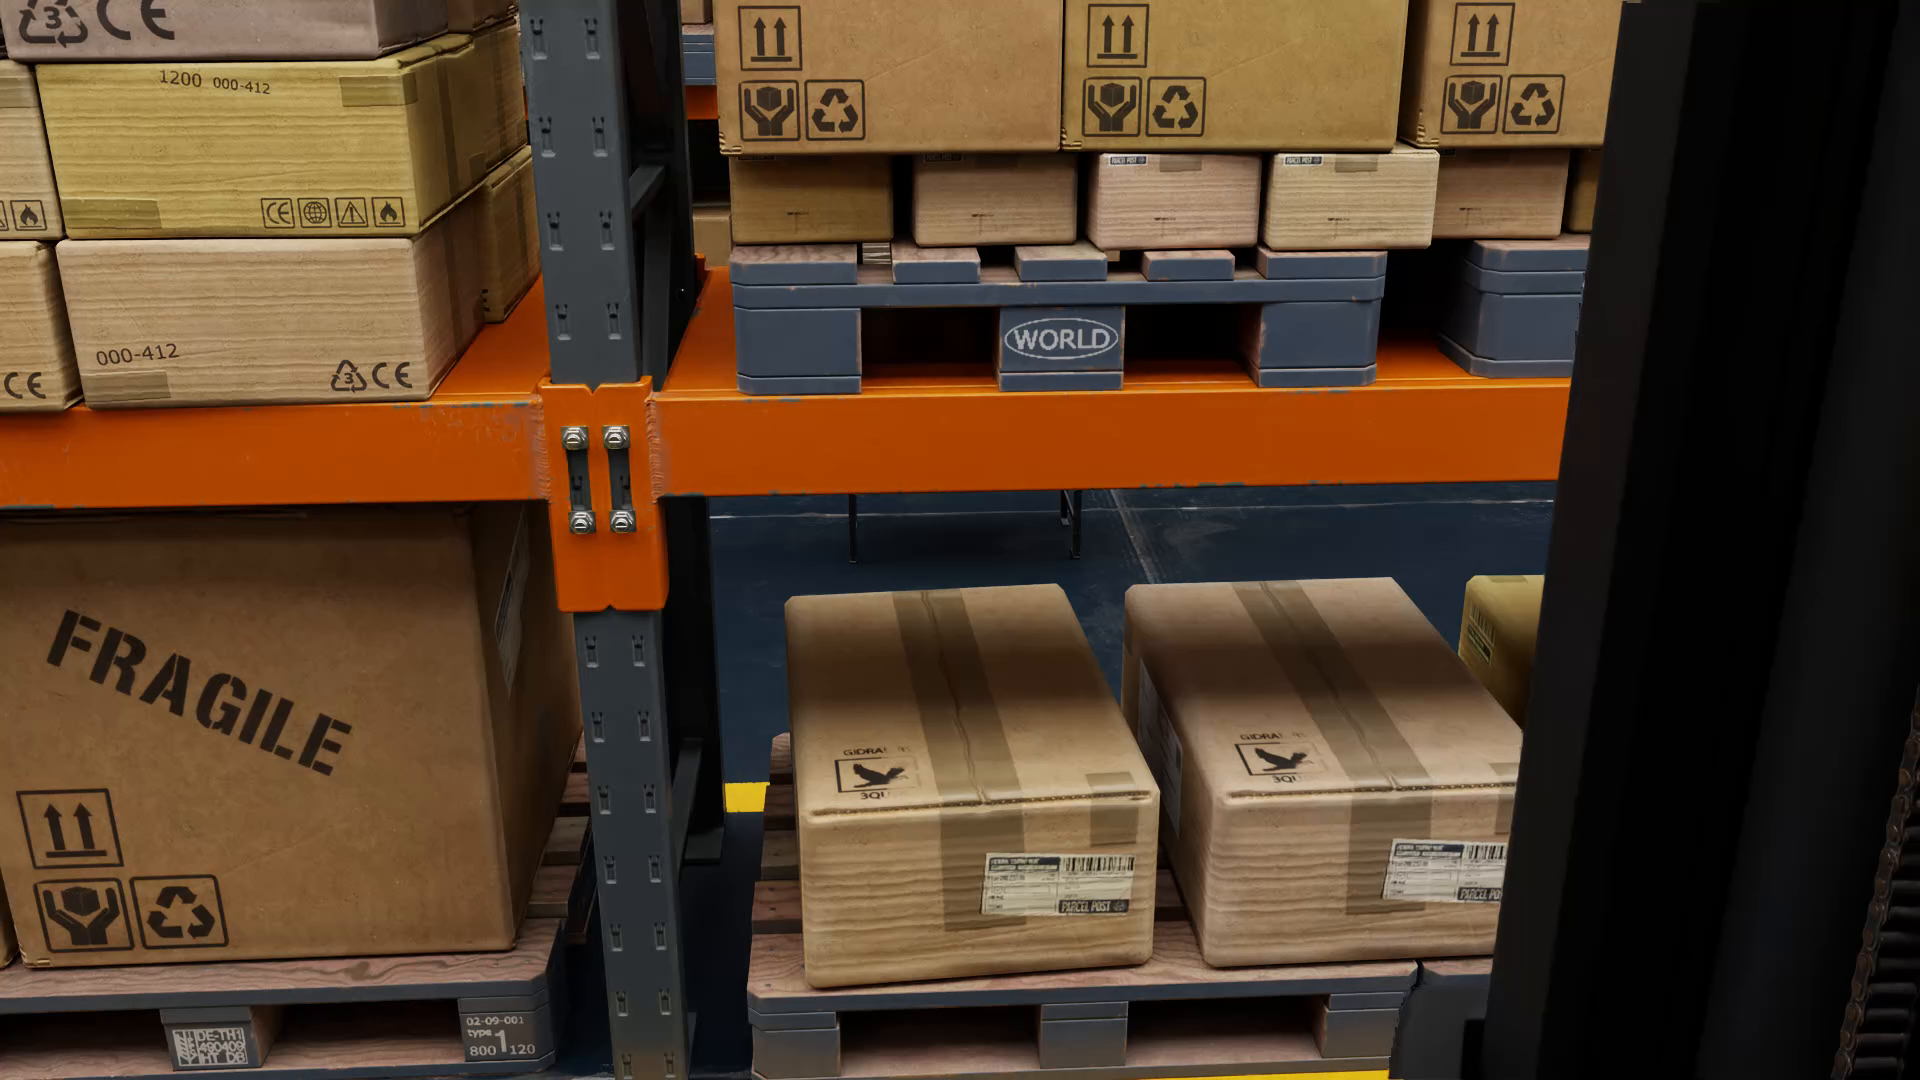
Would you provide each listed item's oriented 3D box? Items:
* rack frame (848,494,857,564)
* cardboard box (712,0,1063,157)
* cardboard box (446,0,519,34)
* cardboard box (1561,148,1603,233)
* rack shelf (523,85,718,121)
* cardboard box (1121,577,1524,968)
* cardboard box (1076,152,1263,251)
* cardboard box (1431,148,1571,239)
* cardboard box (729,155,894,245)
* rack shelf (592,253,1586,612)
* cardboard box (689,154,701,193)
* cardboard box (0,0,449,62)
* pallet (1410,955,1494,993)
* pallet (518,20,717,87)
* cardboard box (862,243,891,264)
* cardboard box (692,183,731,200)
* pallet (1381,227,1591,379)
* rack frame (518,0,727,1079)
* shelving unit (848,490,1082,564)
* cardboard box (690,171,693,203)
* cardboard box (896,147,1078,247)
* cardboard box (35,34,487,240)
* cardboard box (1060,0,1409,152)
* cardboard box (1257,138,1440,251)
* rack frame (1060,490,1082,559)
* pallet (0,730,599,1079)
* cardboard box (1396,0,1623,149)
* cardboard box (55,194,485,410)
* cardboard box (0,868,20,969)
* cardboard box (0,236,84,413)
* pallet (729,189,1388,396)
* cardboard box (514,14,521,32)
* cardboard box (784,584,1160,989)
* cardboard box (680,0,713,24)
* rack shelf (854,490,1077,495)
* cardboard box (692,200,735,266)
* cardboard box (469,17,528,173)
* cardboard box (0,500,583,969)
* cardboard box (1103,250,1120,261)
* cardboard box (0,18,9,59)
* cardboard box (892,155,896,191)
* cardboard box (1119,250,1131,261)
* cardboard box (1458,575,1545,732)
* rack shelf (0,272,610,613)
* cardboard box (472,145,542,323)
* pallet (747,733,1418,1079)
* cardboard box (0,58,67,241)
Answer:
[{"bbox_3d":[-0.359,-0.694,5.335,0.023,1.500,0.400,-1,21,-3],"label":"rack frame"},{"bbox_3d":[-0.122,-0.887,2.585,0.500,0.500,0.500,-2,21,-5],"label":"cardboard box"},{"bbox_3d":[-1.091,-1.169,2.929,0.500,0.500,0.500,-2,21,-5],"label":"cardboard box"},{"bbox_3d":[1.103,-0.631,2.824,0.250,0.149,0.380,0,21,-1],"label":"cardboard box"},{"bbox_3d":[-2.868,-1.964,7.575,4.000,0.370,1.077,-1,21,-3],"label":"rack shelf"},{"bbox_3d":[0.717,0.428,3.383,0.625,0.372,0.950,-2,21,-4],"label":"cardboard box"},{"bbox_3d":[0.311,-0.580,2.692,0.250,0.149,0.380,-3,21,-7],"label":"cardboard box"},{"bbox_3d":[0.823,-0.611,2.773,0.250,0.149,0.380,0,21,0],"label":"cardboard box"},{"bbox_3d":[-0.249,-0.597,2.736,0.250,0.149,0.380,-2,21,-6],"label":"cardboard box"},{"bbox_3d":[1.412,-0.282,3.157,4.000,0.370,1.077,-1,21,-3],"label":"rack shelf"},{"bbox_3d":[-1.410,-1.772,8.071,0.250,0.149,0.380,0,21,0],"label":"cardboard box"},{"bbox_3d":[-1.086,-0.988,2.455,0.500,0.500,0.500,-2,21,-5],"label":"cardboard box"},{"bbox_3d":[1.411,0.686,3.521,1.213,0.211,1.003,-1,21,-3],"label":"pallet"},{"bbox_3d":[-1.544,-2.212,7.486,1.003,0.211,1.213,-1,21,-3],"label":"pallet"},{"bbox_3d":[-0.248,-1.435,7.922,0.625,0.625,0.875,-1,21,-1],"label":"cardboard box"},{"bbox_3d":[-1.308,-1.460,8.163,0.500,0.500,0.500,0,21,-1],"label":"cardboard box"},{"bbox_3d":[1.390,-0.543,3.100,1.213,0.211,1.003,-1,21,-3],"label":"pallet"},{"bbox_3d":[-0.584,-0.578,2.922,0.127,3.000,1.000,-1,21,-3],"label":"rack frame"},{"bbox_3d":[0.007,-0.701,5.354,0.755,1.500,0.431,-1,21,-3],"label":"shelving unit"},{"bbox_3d":[-1.350,-1.572,7.546,0.250,0.149,0.380,-2,21,-6],"label":"cardboard box"},{"bbox_3d":[0.035,-0.591,2.720,0.250,0.149,0.380,-2,21,-6],"label":"cardboard box"},{"bbox_3d":[-1.053,-0.641,2.597,0.500,0.250,0.500,-1,21,-3],"label":"cardboard box"},{"bbox_3d":[0.398,-0.900,2.620,0.500,0.500,0.500,0,21,0],"label":"cardboard box"},{"bbox_3d":[0.587,-0.578,2.687,0.250,0.149,0.380,-1,21,-3],"label":"cardboard box"},{"bbox_3d":[0.372,-0.708,5.374,0.023,1.500,0.400,-1,21,-3],"label":"rack frame"},{"bbox_3d":[-1.376,0.715,3.447,1.213,0.211,1.003,-1,21,-3],"label":"pallet"},{"bbox_3d":[0.928,-0.913,2.654,0.500,0.500,0.500,-1,21,-2],"label":"cardboard box"},{"bbox_3d":[-1.074,-0.405,2.680,0.500,0.250,0.500,-2,21,-5],"label":"cardboard box"},{"bbox_3d":[-2.169,0.220,3.223,0.875,0.875,0.875,-1,21,-2],"label":"cardboard box"},{"bbox_3d":[-1.583,-0.389,2.638,0.500,0.250,0.500,-1,21,-2],"label":"cardboard box"},{"bbox_3d":[0.121,-0.540,3.094,1.003,0.211,1.213,-1,21,-3],"label":"pallet"},{"bbox_3d":[-1.906,-2.331,7.147,0.500,0.250,0.500,-2,21,-6],"label":"cardboard box"},{"bbox_3d":[-0.020,0.446,3.336,0.625,0.372,0.950,-3,21,-7],"label":"cardboard box"},{"bbox_3d":[-1.394,-2.629,7.579,0.500,0.500,0.500,0,21,-1],"label":"cardboard box"},{"bbox_3d":[0.007,-0.396,5.470,0.720,0.370,0.431,-1,21,-3],"label":"rack shelf"},{"bbox_3d":[-1.281,-1.284,7.700,0.500,0.500,0.500,-1,21,-1],"label":"cardboard box"},{"bbox_3d":[-1.104,-0.819,3.064,0.500,0.250,0.500,-1,21,-3],"label":"cardboard box"},{"bbox_3d":[-1.279,0.204,3.266,0.875,0.875,0.875,-1,21,-4],"label":"cardboard box"},{"bbox_3d":[0.404,-1.451,7.964,0.625,0.625,0.875,0,21,-1],"label":"cardboard box"},{"bbox_3d":[-1.597,-0.975,2.420,0.500,0.500,0.500,-1,21,-2],"label":"cardboard box"},{"bbox_3d":[-0.007,-0.778,3.211,0.250,0.149,0.380,-1,21,-2],"label":"cardboard box"},{"bbox_3d":[1.076,-1.465,8.000,0.625,0.625,0.875,-2,21,-5],"label":"cardboard box"},{"bbox_3d":[1.474,0.415,3.418,0.625,0.372,0.950,0,21,-1],"label":"cardboard box"},{"bbox_3d":[-2.581,-0.201,2.944,4.000,0.370,1.077,-1,21,-3],"label":"rack shelf"},{"bbox_3d":[-1.087,-0.587,3.158,0.500,0.250,0.500,-2,21,-4],"label":"cardboard box"},{"bbox_3d":[0.196,0.710,3.459,1.213,0.211,1.003,-1,21,-3],"label":"pallet"},{"bbox_3d":[-1.565,-0.629,2.566,0.500,0.250,0.500,-2,21,-4],"label":"cardboard box"}]
